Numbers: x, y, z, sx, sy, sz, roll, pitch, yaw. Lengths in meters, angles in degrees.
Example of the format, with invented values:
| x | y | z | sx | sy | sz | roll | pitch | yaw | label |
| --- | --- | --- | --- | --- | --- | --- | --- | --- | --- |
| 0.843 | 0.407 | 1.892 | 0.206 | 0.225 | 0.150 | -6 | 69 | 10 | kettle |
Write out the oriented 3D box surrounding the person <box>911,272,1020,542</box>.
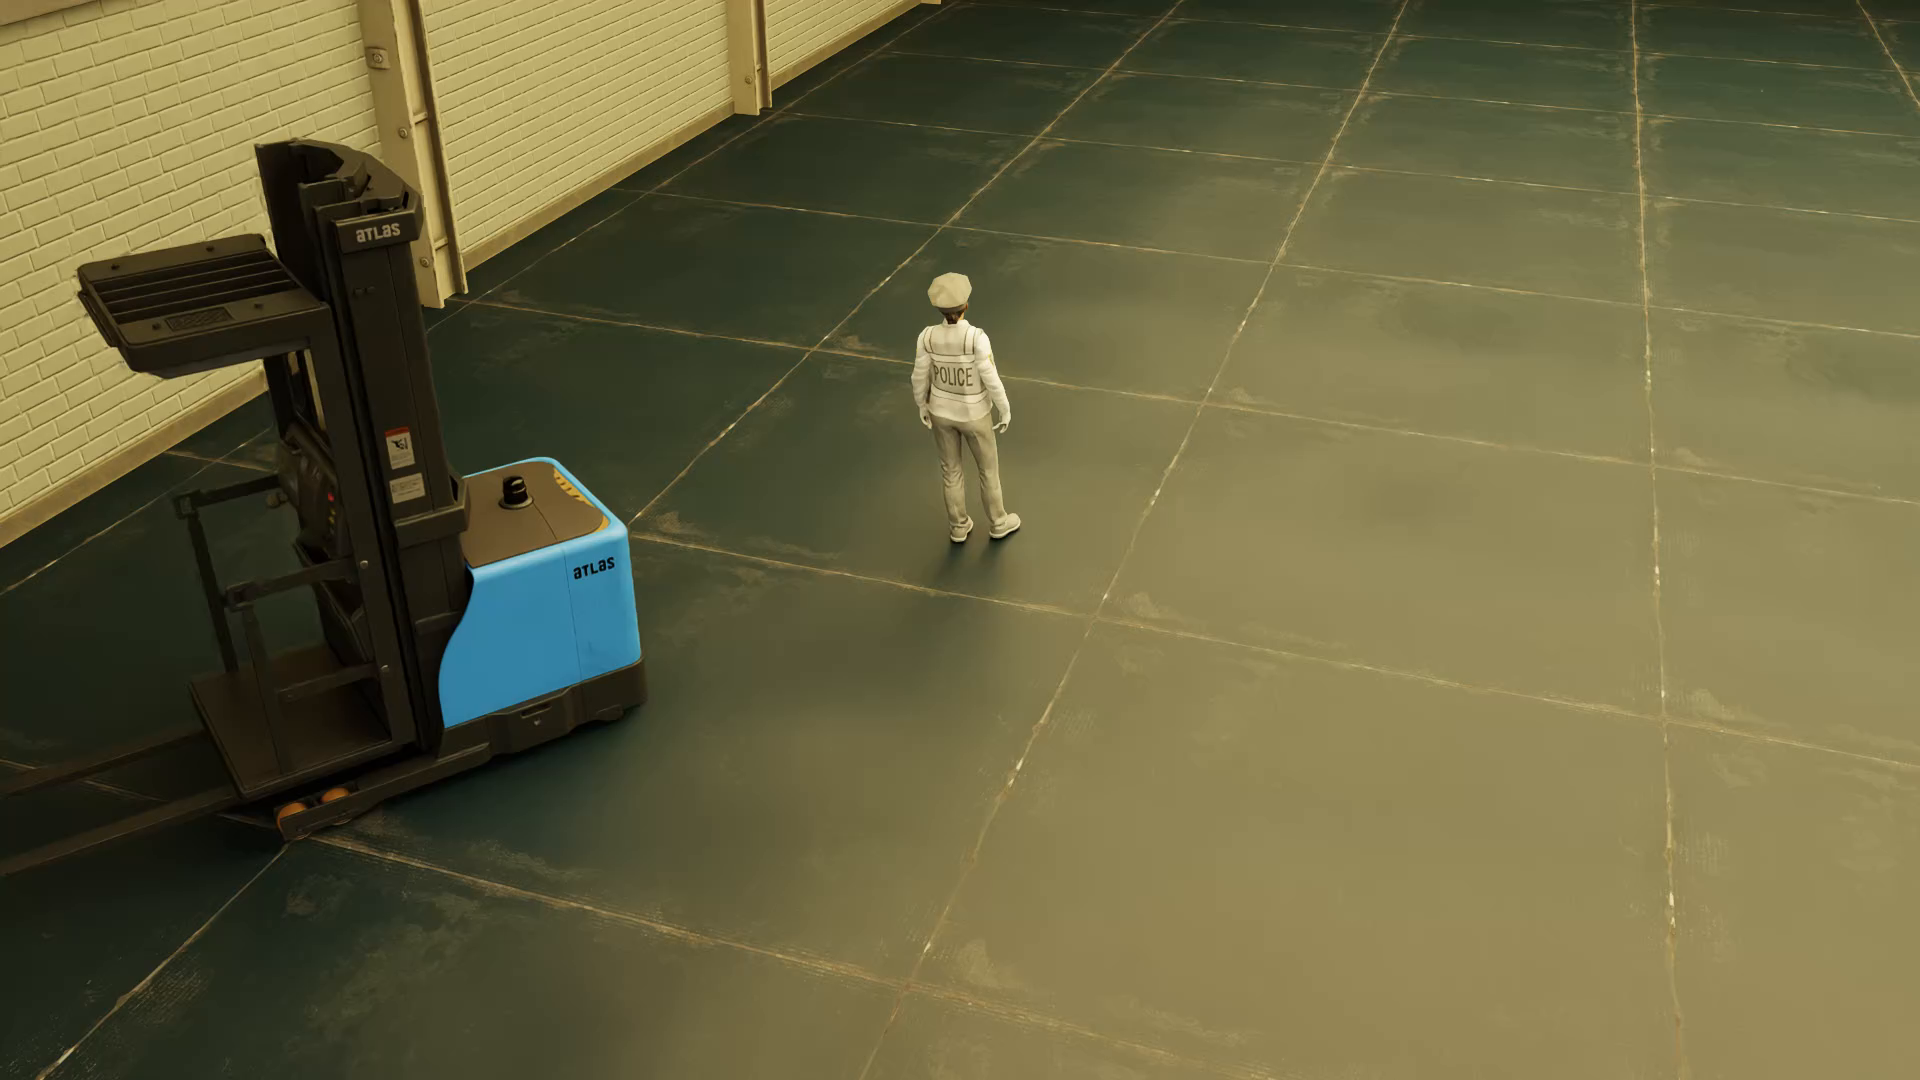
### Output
| x | y | z | sx | sy | sz | roll | pitch | yaw | label |
| --- | --- | --- | --- | --- | --- | --- | --- | --- | --- |
| 0.028 | -0.773 | 9.727 | 0.588 | 1.695 | 0.531 | 10 | 31 | 16 | person |

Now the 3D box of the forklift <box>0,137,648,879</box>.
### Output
| x | y | z | sx | sy | sz | roll | pitch | yaw | label |
| --- | --- | --- | --- | --- | --- | --- | --- | --- | --- |
| -3.108 | -0.189 | 7.469 | 3.031 | 2.935 | 1.130 | -19 | 35 | -29 | forklift |
